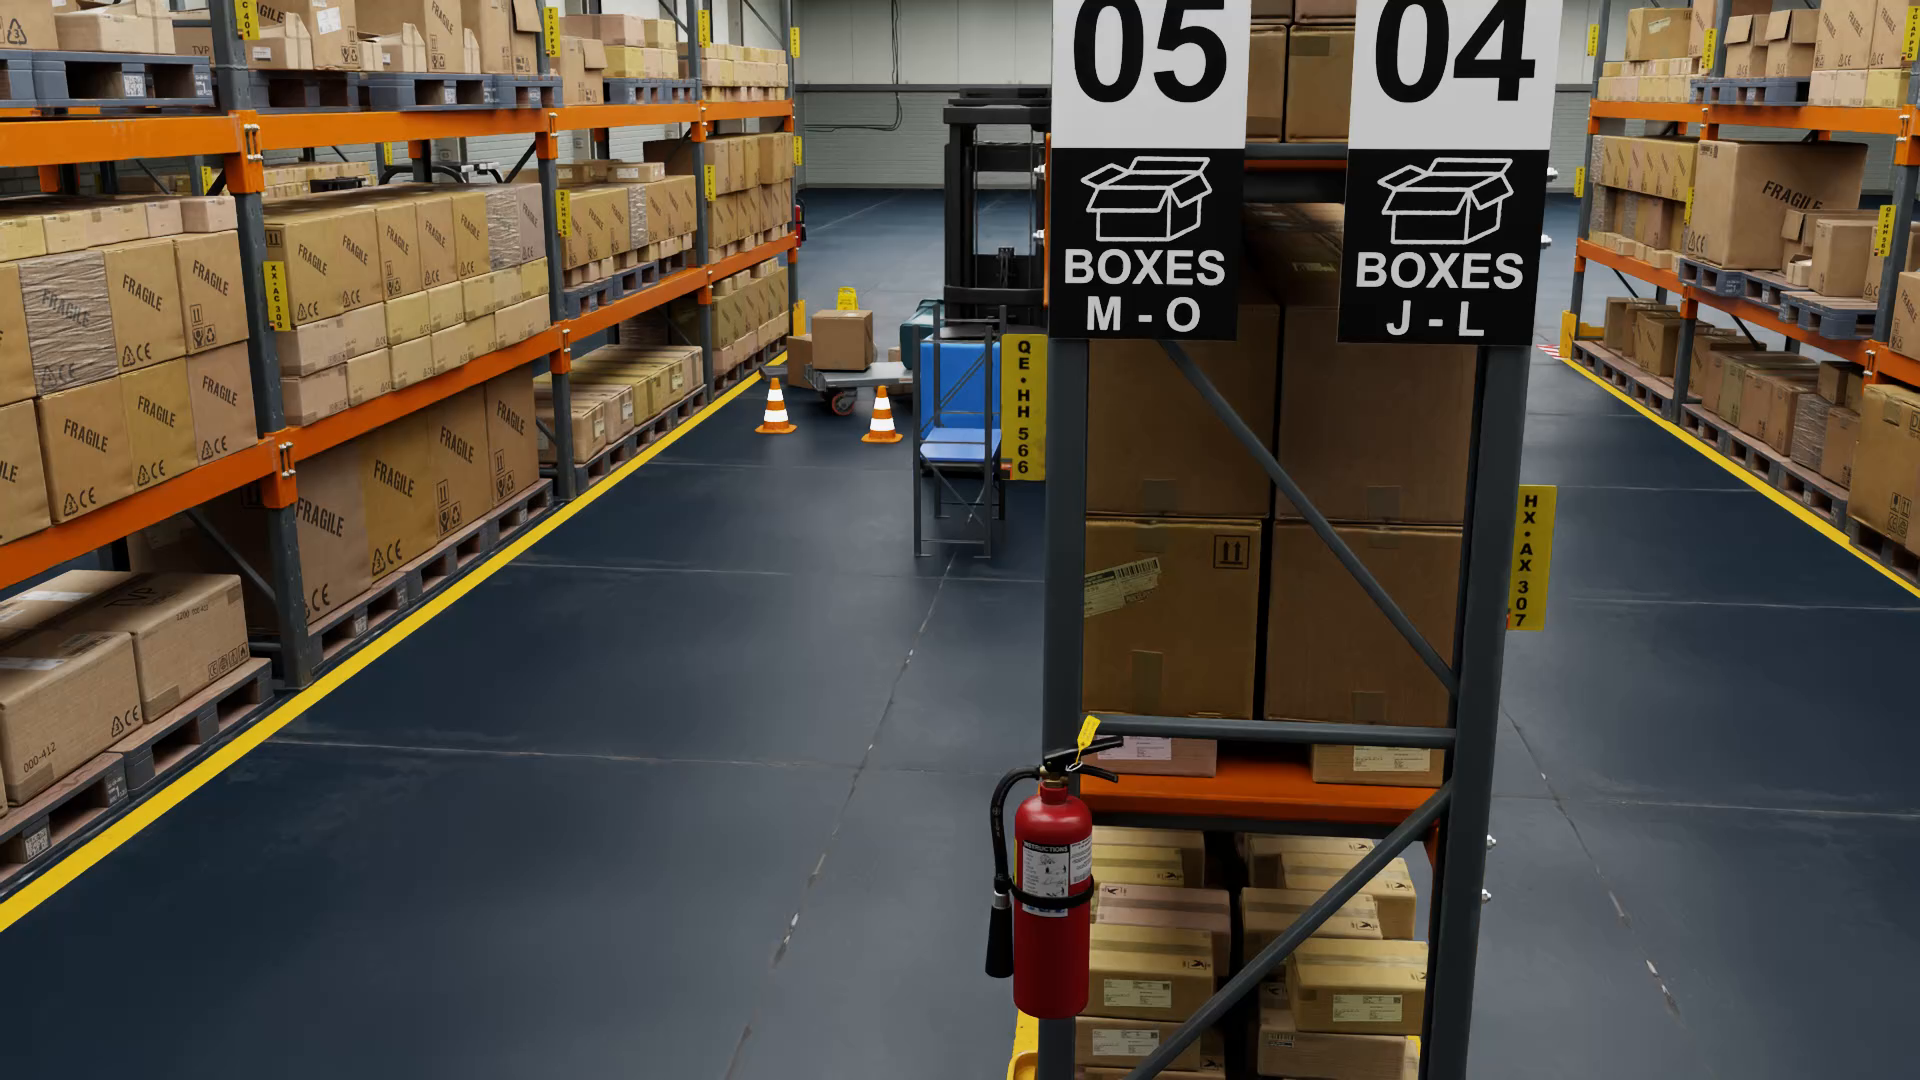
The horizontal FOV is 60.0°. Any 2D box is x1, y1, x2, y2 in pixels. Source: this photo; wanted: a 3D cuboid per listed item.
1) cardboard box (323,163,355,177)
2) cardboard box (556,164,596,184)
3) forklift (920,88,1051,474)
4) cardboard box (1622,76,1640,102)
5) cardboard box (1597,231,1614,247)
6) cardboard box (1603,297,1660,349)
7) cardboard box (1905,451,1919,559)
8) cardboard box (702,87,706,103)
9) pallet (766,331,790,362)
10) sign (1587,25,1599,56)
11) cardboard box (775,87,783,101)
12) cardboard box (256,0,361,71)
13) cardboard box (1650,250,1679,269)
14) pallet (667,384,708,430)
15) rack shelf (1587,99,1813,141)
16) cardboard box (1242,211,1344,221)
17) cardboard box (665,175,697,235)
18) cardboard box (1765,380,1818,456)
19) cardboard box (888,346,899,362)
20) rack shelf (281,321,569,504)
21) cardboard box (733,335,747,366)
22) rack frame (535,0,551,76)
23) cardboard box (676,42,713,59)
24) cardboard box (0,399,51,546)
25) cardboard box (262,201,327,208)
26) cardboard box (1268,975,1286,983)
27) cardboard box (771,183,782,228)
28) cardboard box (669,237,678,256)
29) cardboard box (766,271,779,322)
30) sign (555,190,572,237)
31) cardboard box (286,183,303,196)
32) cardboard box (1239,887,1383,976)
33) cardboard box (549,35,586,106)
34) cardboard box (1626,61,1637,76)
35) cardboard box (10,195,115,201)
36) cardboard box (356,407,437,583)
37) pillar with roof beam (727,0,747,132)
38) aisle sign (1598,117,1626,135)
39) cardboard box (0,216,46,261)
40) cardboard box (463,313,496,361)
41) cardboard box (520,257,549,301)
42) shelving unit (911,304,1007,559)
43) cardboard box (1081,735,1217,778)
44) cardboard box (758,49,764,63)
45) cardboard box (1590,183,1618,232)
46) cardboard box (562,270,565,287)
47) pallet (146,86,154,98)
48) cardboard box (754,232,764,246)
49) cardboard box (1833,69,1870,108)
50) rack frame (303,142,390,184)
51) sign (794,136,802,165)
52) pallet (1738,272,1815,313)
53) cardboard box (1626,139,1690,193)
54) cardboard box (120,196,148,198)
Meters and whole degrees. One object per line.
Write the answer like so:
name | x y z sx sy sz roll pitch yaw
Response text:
cardboard box | -7.197 -4.245 19.109 0.380 0.149 0.250 2 15 8
cardboard box | -3.310 -3.101 14.076 0.380 0.149 0.250 3 15 9
forklift | 0.463 -2.250 13.869 1.130 2.935 3.031 3 15 11
cardboard box | 6.989 -4.531 16.714 0.500 0.250 0.500 2 15 6
cardboard box | 7.053 -3.218 17.799 0.380 0.149 0.250 2 15 6
cardboard box | 7.325 -2.370 18.164 0.500 0.500 0.500 5 16 17
cardboard box | 6.303 -0.228 9.525 1.225 0.875 0.875 2 15 6
cardboard box | -2.604 -4.191 15.649 0.380 0.149 0.250 1 15 5
pallet | -2.570 -2.252 19.085 1.003 0.211 1.213 2 15 6
sign | 6.873 -5.421 18.043 0.100 0.325 0.005 2 15 6
cardboard box | -2.192 -4.988 18.596 0.380 0.149 0.250 2 15 7
cardboard box | -3.401 -2.634 8.414 0.500 0.500 0.500 1 15 5
cardboard box | 6.736 -2.637 15.648 0.380 0.149 0.250 2 15 6
pallet | -2.972 -1.242 15.350 1.003 0.211 1.213 2 15 6
rack shelf | 7.187 -4.117 16.274 1.077 0.370 4.000 2 15 6
cardboard box | 1.304 -1.006 6.458 0.500 0.500 0.500 1 15 4
cardboard box | -2.710 -3.058 15.158 0.500 0.500 0.500 1 15 5
cardboard box | 6.673 -0.932 12.808 0.700 0.500 0.500 3 15 11
cardboard box | -0.575 -2.052 18.465 0.380 0.149 0.250 11 19 35
rack shelf | -3.563 -0.886 10.072 1.077 0.370 4.000 2 15 6
cardboard box | -2.502 -1.949 17.087 0.500 0.250 0.500 3 15 9
rack frame | -3.337 -4.648 11.113 1.000 3.000 0.127 2 15 6
cardboard box | -2.526 -4.574 15.536 0.380 0.149 0.250 1 15 5
cardboard box | -3.756 -0.236 6.095 0.500 0.500 0.500 2 15 8
cardboard box | -3.860 -1.634 9.353 0.500 0.500 0.500 2 15 8
cardboard box | 1.091 1.274 4.790 0.380 0.149 0.250 2 15 6
cardboard box | -2.283 -3.740 18.487 0.500 0.500 0.500 2 15 6
cardboard box | -2.710 -2.594 14.685 0.380 0.149 0.250 1 15 5
cardboard box | -2.321 -2.714 18.478 0.500 0.500 0.500 2 15 8
sign | -2.785 -2.296 11.688 0.100 0.325 0.005 2 15 6
cardboard box | -7.326 -3.772 17.930 0.380 0.149 0.250 1 15 5
cardboard box | 0.999 1.128 4.763 0.380 0.149 0.250 2 15 7
cardboard box | -3.220 -3.494 12.399 0.700 0.500 0.500 2 15 6
cardboard box | 6.987 -4.774 16.847 0.380 0.149 0.250 2 15 6
cardboard box | -4.082 -1.485 7.557 0.380 0.149 0.250 1 15 5
cardboard box | -3.704 -0.290 9.753 0.875 0.875 0.875 2 15 8
pillar with roof beam | -1.355 -12.812 41.305 9.100 9.000 0.400 2 15 6
aisle sign | 7.121 -4.815 18.243 0.394 0.787 0.004 2 15 6
cardboard box | -3.714 -1.140 6.282 0.380 0.149 0.250 1 15 5
cardboard box | -3.251 -1.278 10.429 0.500 0.250 0.500 2 15 6
cardboard box | -3.139 -1.788 11.358 0.500 0.250 0.500 2 15 6
shelving unit | 0.010 -0.746 11.048 0.538 1.500 1.048 2 15 6
cardboard box | 0.446 0.471 4.157 0.380 0.149 0.250 2 15 6
cardboard box | -2.337 -5.246 18.022 0.380 0.149 0.250 2 15 7
cardboard box | 7.323 -3.585 17.913 0.875 0.500 0.500 2 15 6
cardboard box | -3.115 -1.913 12.165 0.380 0.149 0.250 1 15 3
pallet | -7.905 -4.062 15.056 0.805 0.209 1.217 1 15 4
cardboard box | -2.339 -3.269 17.986 0.380 0.149 0.250 2 15 6
cardboard box | 6.362 -3.096 11.405 0.500 0.250 0.500 2 15 6
rack frame | -7.367 -3.972 20.106 1.000 3.000 0.127 2 15 6
sign | -1.885 -4.517 19.297 0.100 0.325 0.005 2 15 6
pallet | 6.693 -1.882 12.745 1.003 0.211 1.213 2 15 6
cardboard box | 6.911 -3.686 16.371 0.500 0.500 0.500 2 15 6
cardboard box | -7.647 -3.134 15.571 0.380 0.149 0.250 1 15 5
